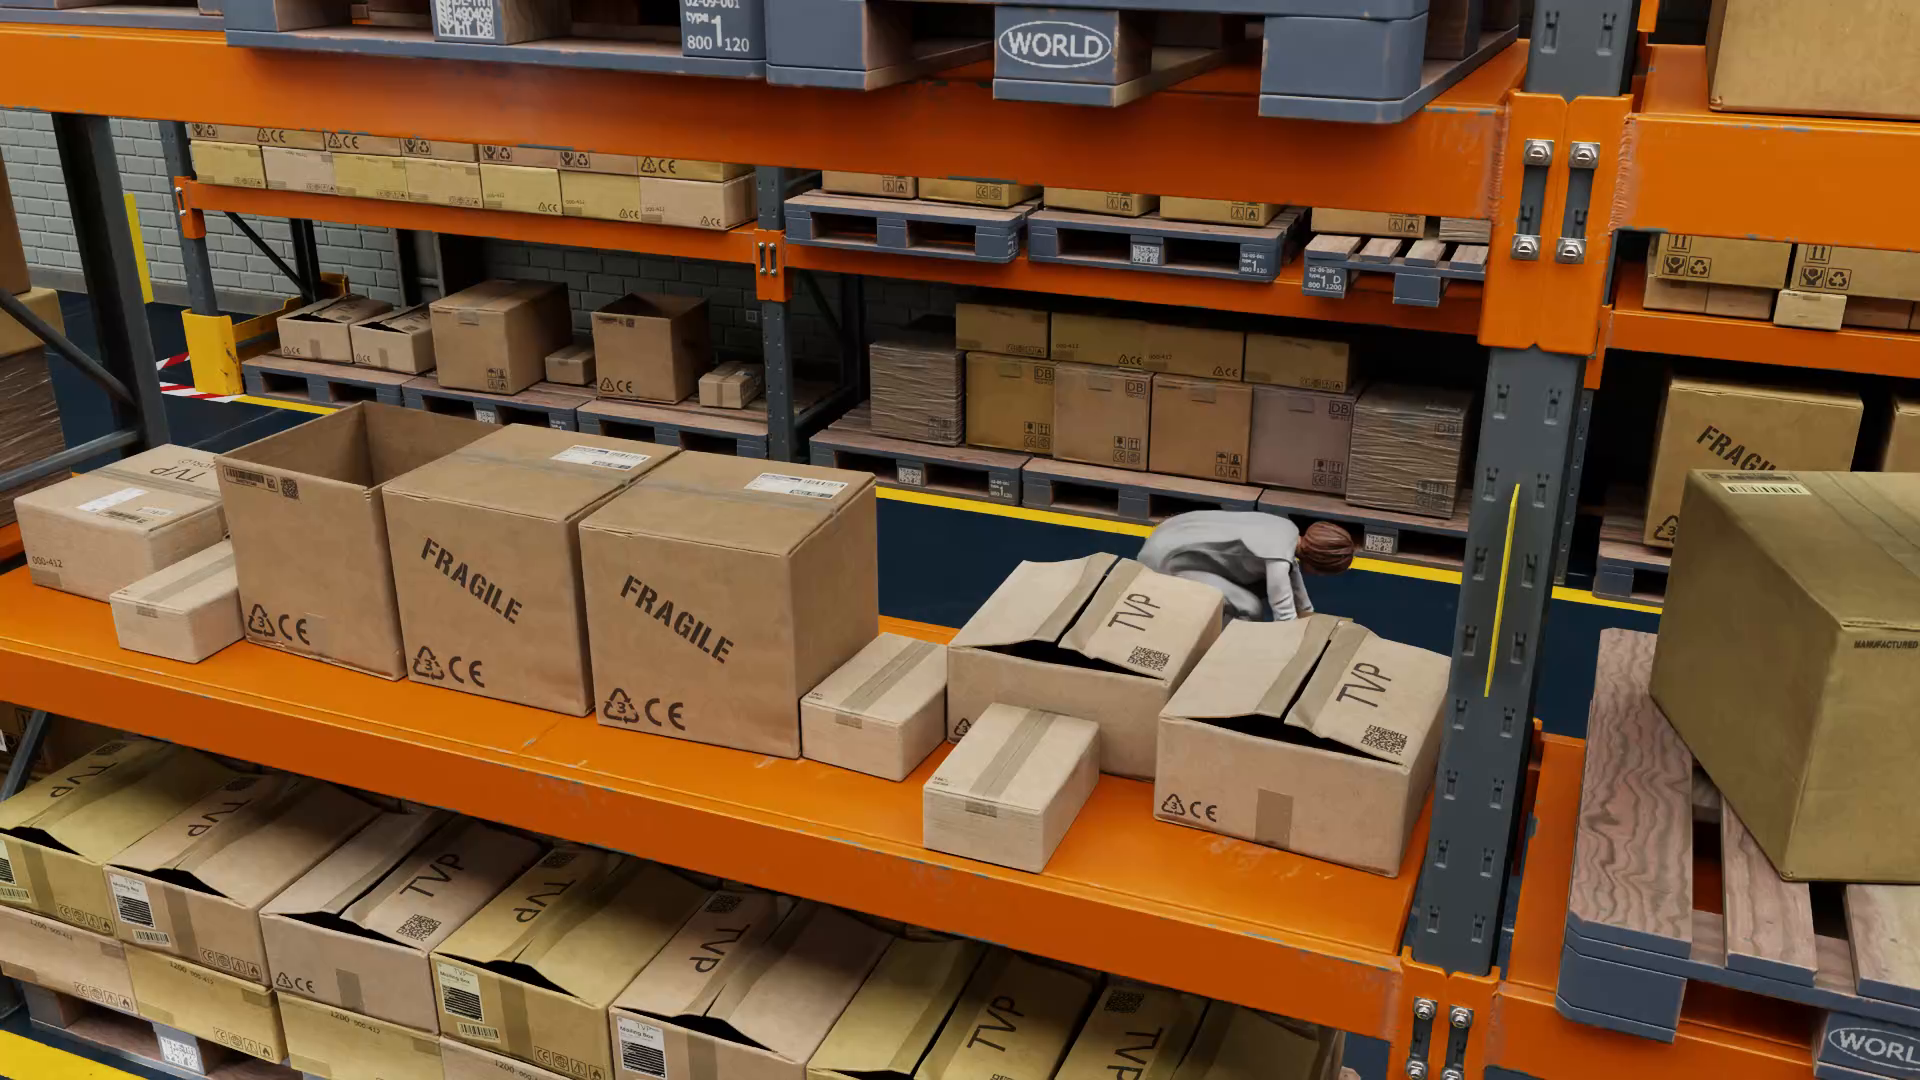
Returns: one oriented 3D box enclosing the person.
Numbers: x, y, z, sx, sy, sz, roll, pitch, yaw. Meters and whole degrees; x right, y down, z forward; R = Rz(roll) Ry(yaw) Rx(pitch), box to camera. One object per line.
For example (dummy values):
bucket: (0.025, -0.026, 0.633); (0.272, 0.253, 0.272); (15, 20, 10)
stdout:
person: (1.144, 0.227, 6.773); (0.862, 0.695, 0.418); (8, 24, 19)
